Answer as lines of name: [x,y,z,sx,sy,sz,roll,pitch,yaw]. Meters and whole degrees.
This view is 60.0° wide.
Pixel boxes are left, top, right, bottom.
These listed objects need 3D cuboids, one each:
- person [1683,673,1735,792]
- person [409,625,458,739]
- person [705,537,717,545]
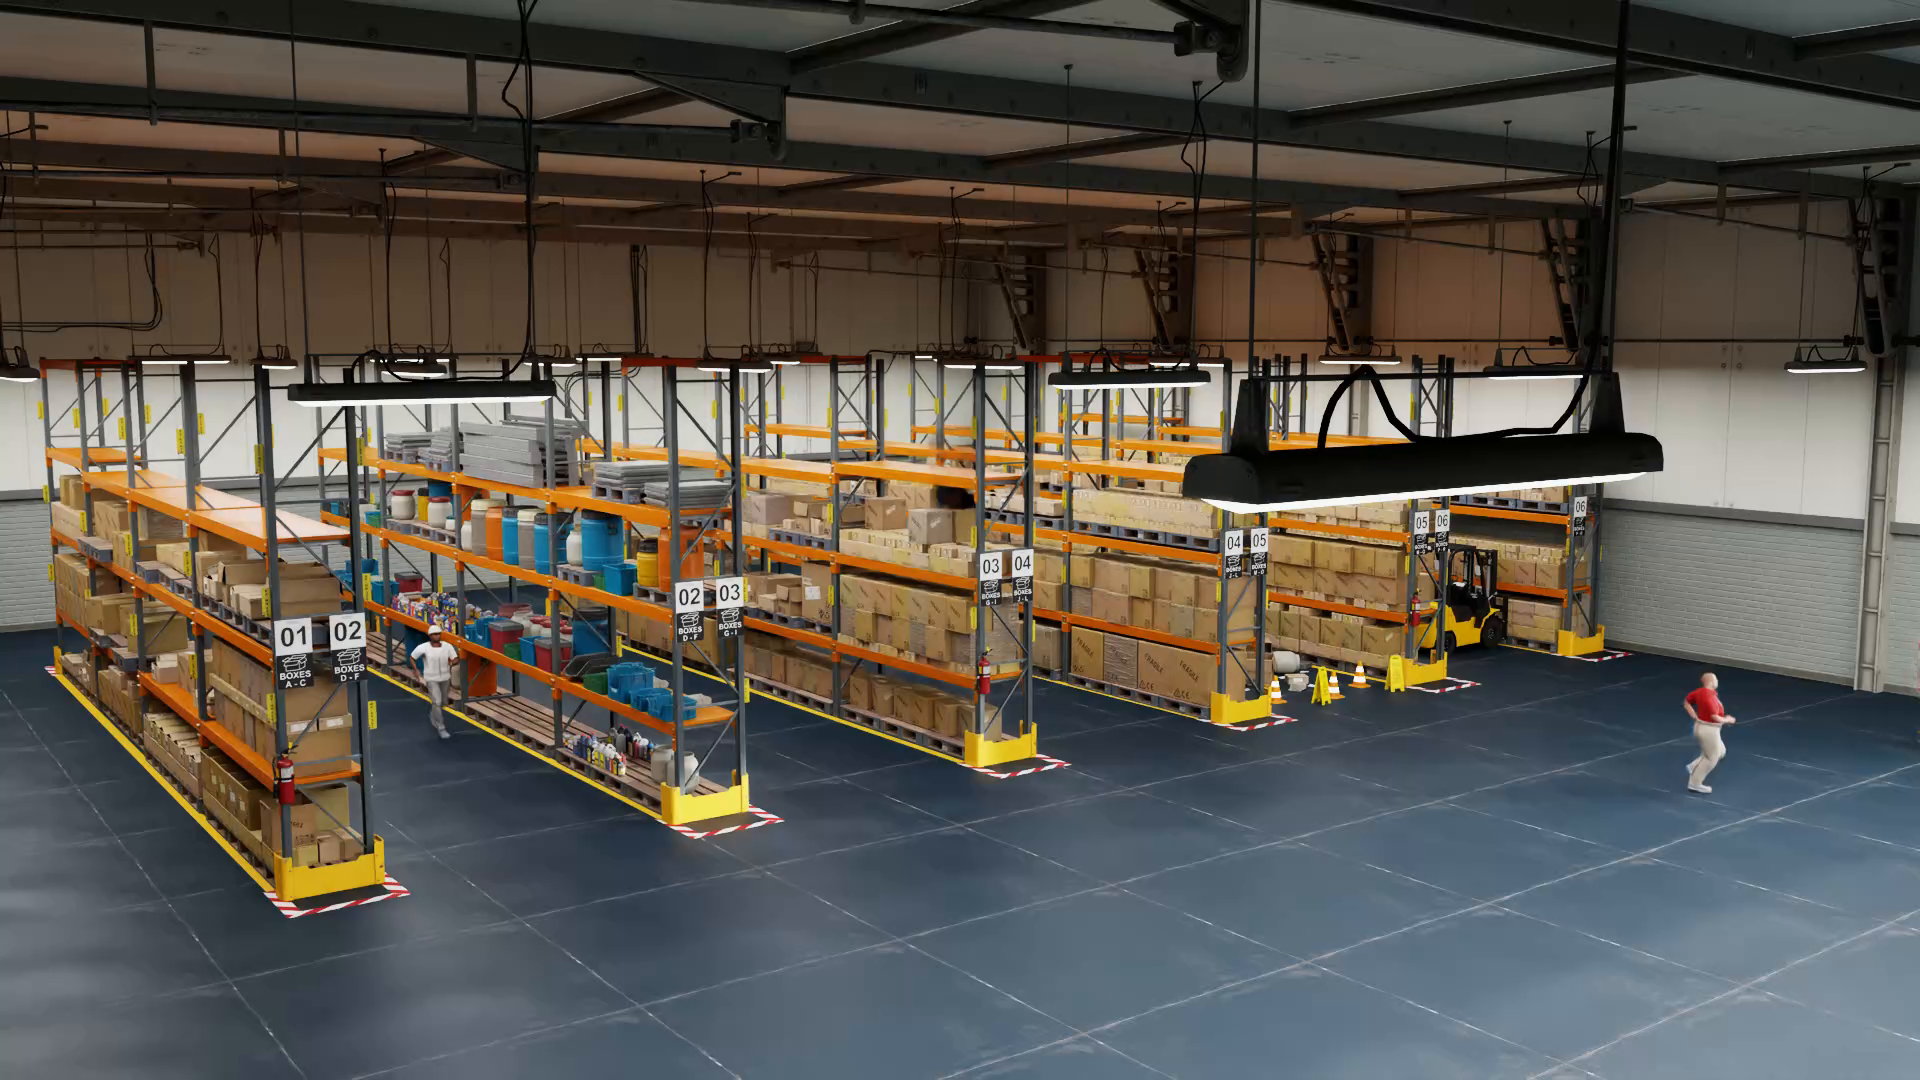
person: [10.552,2.693,23.349,0.602,1.687,0.630,0,7,4]
person: [-8.375,2.233,26.641,0.700,1.754,0.989,-6,9,-41]
person: [-6.043,0.609,40.523,0.717,1.717,0.577,2,7,13]
